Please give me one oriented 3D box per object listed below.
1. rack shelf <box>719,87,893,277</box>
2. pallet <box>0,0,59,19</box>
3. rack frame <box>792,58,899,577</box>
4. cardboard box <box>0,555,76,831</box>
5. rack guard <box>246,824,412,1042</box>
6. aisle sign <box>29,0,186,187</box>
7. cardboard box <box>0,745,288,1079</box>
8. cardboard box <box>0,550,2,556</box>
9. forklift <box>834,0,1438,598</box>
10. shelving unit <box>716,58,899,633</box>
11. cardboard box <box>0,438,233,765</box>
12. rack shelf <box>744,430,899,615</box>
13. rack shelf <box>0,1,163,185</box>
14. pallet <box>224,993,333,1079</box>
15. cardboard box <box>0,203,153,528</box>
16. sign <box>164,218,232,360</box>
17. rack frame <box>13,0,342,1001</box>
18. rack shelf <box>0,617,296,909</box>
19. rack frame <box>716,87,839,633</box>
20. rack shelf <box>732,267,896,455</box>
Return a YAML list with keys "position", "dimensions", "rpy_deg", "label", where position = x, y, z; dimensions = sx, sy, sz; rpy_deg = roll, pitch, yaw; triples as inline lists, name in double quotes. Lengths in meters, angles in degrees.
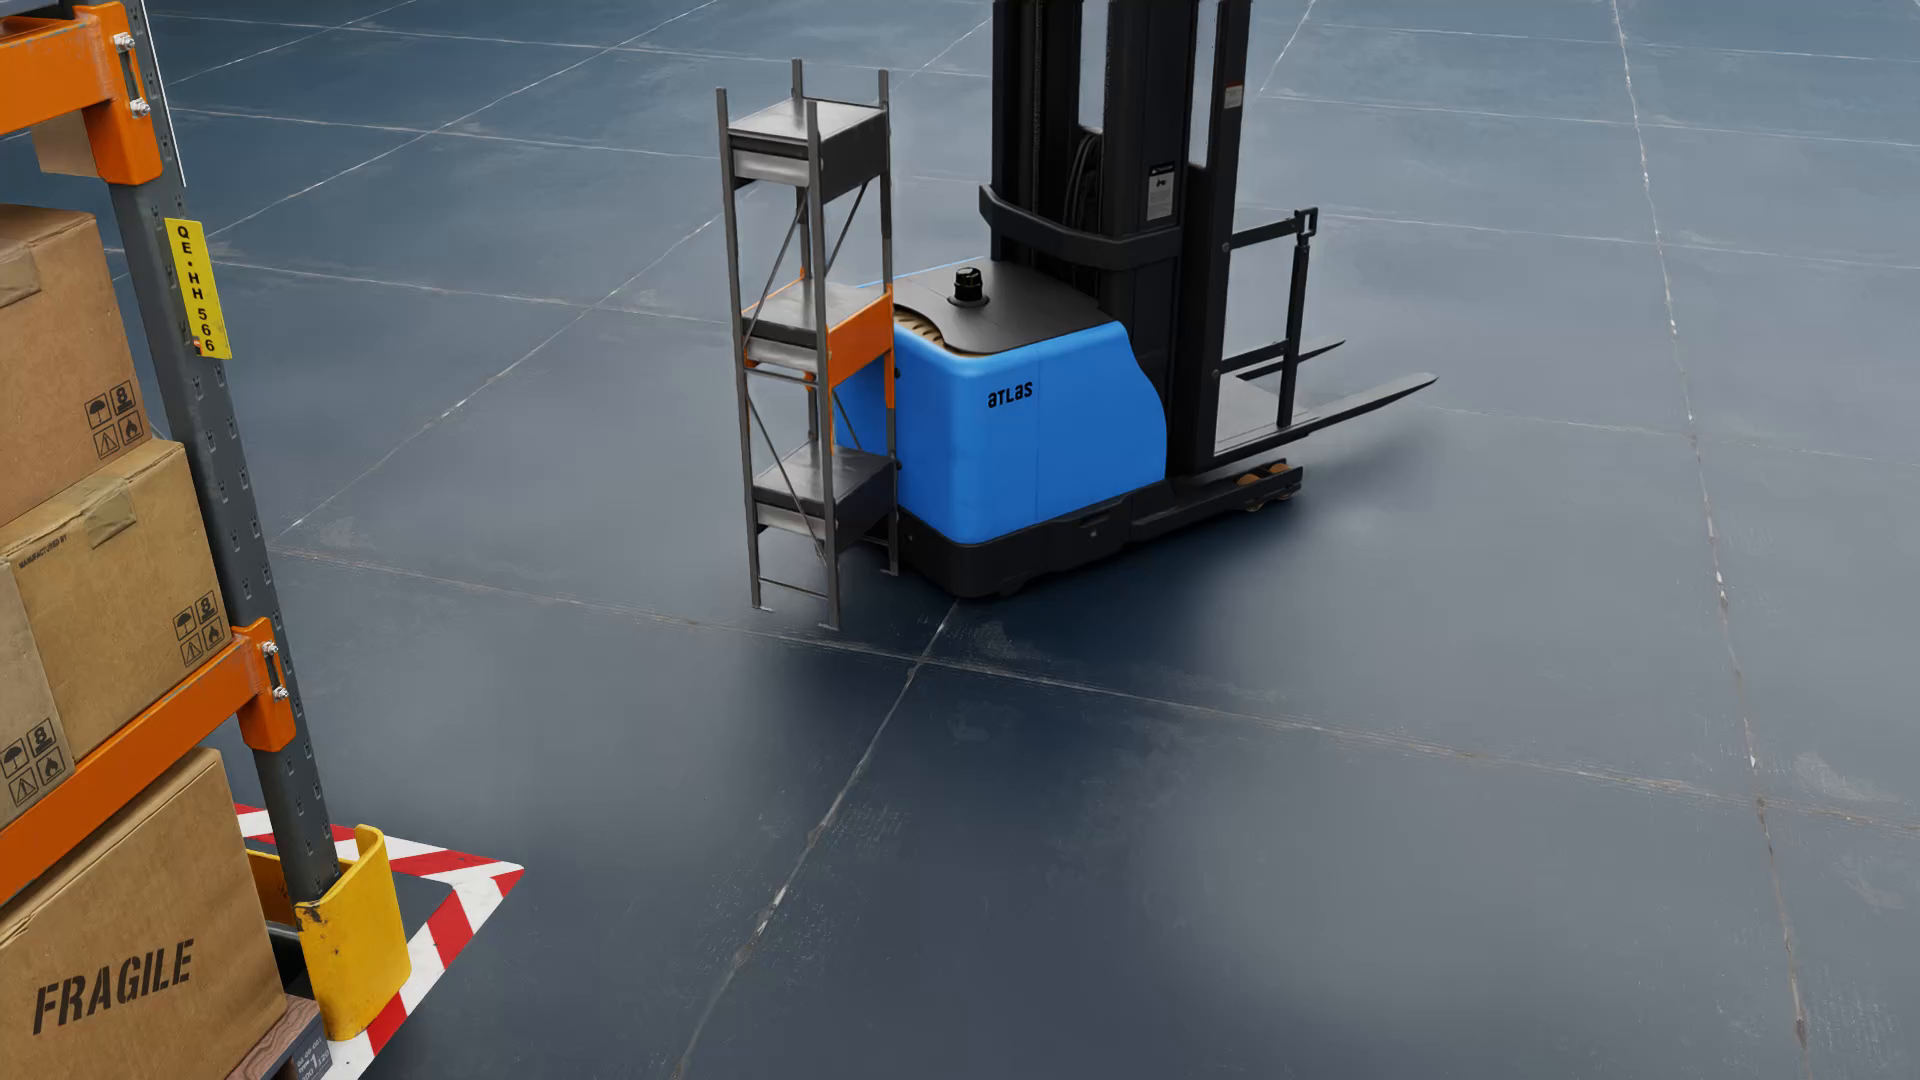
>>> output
- position: [-0.549, -1.303, 6.021]
  dimensions: [0.431, 0.518, 0.480]
  rpy_deg: [14, 32, 24]
  label: "rack shelf"
- position: [-2.438, -0.963, 2.901]
  dimensions: [1.003, 0.211, 1.213]
  rpy_deg: [8, 30, 15]
  label: "pallet"
- position: [-0.437, -0.809, 6.544]
  dimensions: [0.400, 2.100, 0.015]
  rpy_deg: [14, 32, 24]
  label: "rack frame"
- position: [-2.436, 0.335, 3.407]
  dimensions: [0.875, 0.550, 0.550]
  rpy_deg: [8, 30, 15]
  label: "cardboard box"
- position: [-2.223, 1.044, 4.858]
  dimensions: [1.175, 0.500, 0.348]
  rpy_deg: [8, 30, 15]
  label: "rack guard"
- position: [-1.922, -1.163, 3.581]
  dimensions: [0.394, 0.787, 0.004]
  rpy_deg: [8, 30, 15]
  label: "aisle sign"
- position: [-2.366, 1.033, 4.062]
  dimensions: [0.875, 0.875, 0.875]
  rpy_deg: [9, 30, 15]
  label: "cardboard box"
- position: [-2.449, -0.139, 3.148]
  dimensions: [0.875, 0.550, 0.550]
  rpy_deg: [8, 30, 15]
  label: "cardboard box"
- position: [0.944, -1.598, 7.107]
  dimensions: [3.031, 2.935, 1.130]
  rpy_deg: [-19, 34, -30]
  label: "forklift"
- position: [-0.549, -0.703, 6.355]
  dimensions: [0.431, 2.100, 0.503]
  rpy_deg: [14, 32, 24]
  label: "shelving unit"
- position: [-2.295, 0.077, 3.873]
  dimensions: [0.875, 0.550, 0.550]
  rpy_deg: [8, 30, 15]
  label: "cardboard box"
- position: [-0.549, -0.080, 6.702]
  dimensions: [0.431, 0.518, 0.480]
  rpy_deg: [14, 32, 24]
  label: "rack shelf"
- position: [-2.817, -0.104, 2.006]
  dimensions: [1.077, 0.370, 4.000]
  rpy_deg: [8, 30, 15]
  label: "rack shelf"
- position: [-2.390, 1.565, 4.221]
  dimensions: [1.003, 0.211, 1.213]
  rpy_deg: [8, 30, 15]
  label: "pallet"
- position: [-2.376, -0.407, 3.632]
  dimensions: [0.875, 0.550, 0.550]
  rpy_deg: [8, 30, 15]
  label: "cardboard box"
- position: [-1.715, -0.562, 3.741]
  dimensions: [0.100, 0.325, 0.005]
  rpy_deg: [8, 30, 15]
  label: "sign"
- position: [-2.230, -0.037, 4.231]
  dimensions: [1.000, 3.000, 0.127]
  rpy_deg: [8, 30, 15]
  label: "rack frame"
- position: [-2.817, 1.207, 2.735]
  dimensions: [1.077, 0.370, 4.000]
  rpy_deg: [8, 30, 15]
  label: "rack shelf"
- position: [-0.661, -0.598, 6.165]
  dimensions: [0.400, 2.100, 0.015]
  rpy_deg: [14, 32, 24]
  label: "rack frame"
- position: [-0.549, -0.692, 6.361]
  dimensions: [0.431, 0.518, 0.480]
  rpy_deg: [14, 32, 24]
  label: "rack shelf"
